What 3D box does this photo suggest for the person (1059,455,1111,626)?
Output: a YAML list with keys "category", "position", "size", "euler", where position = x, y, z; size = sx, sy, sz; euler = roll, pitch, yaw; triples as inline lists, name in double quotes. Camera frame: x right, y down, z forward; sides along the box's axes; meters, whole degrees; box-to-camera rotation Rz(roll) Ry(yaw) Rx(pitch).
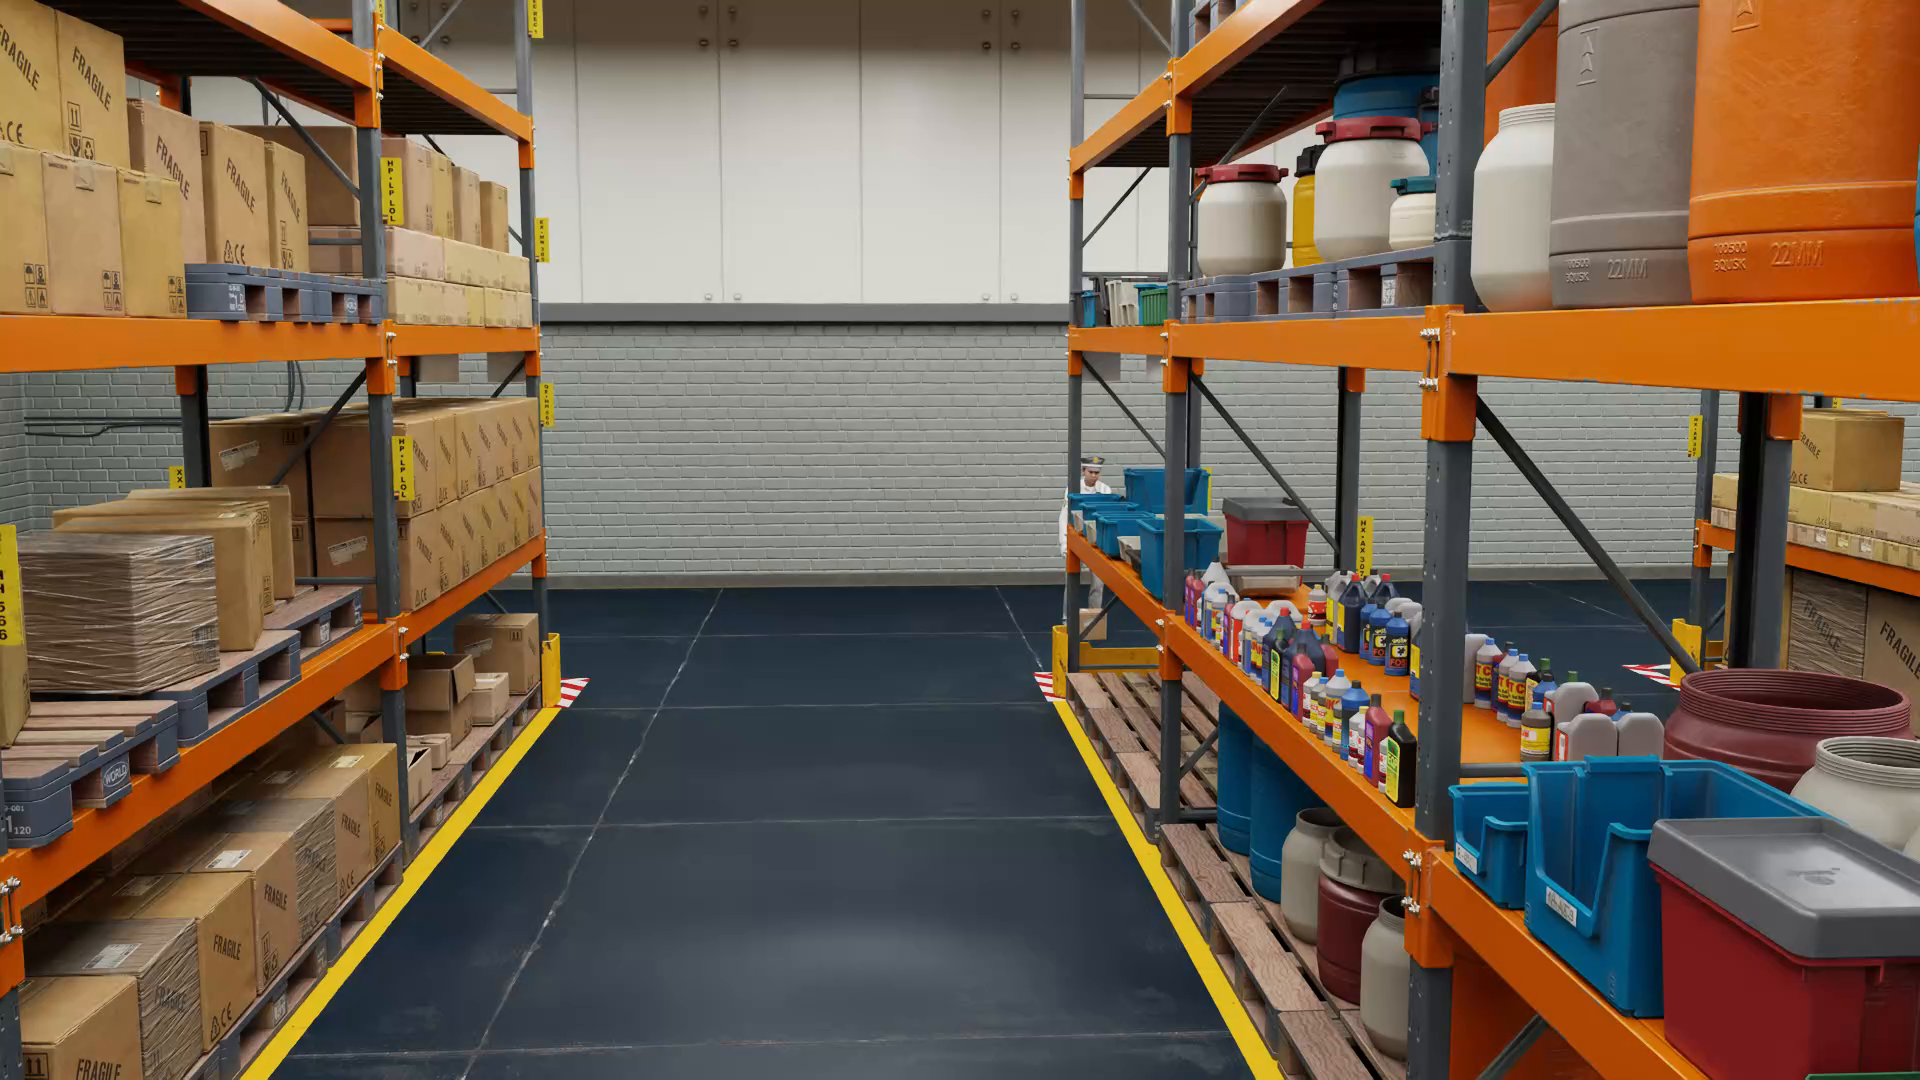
- category: "person"
  position: [1.181, 0.046, 15.370]
  size: [0.539, 1.661, 0.415]
  euler: [-1, 7, -7]
